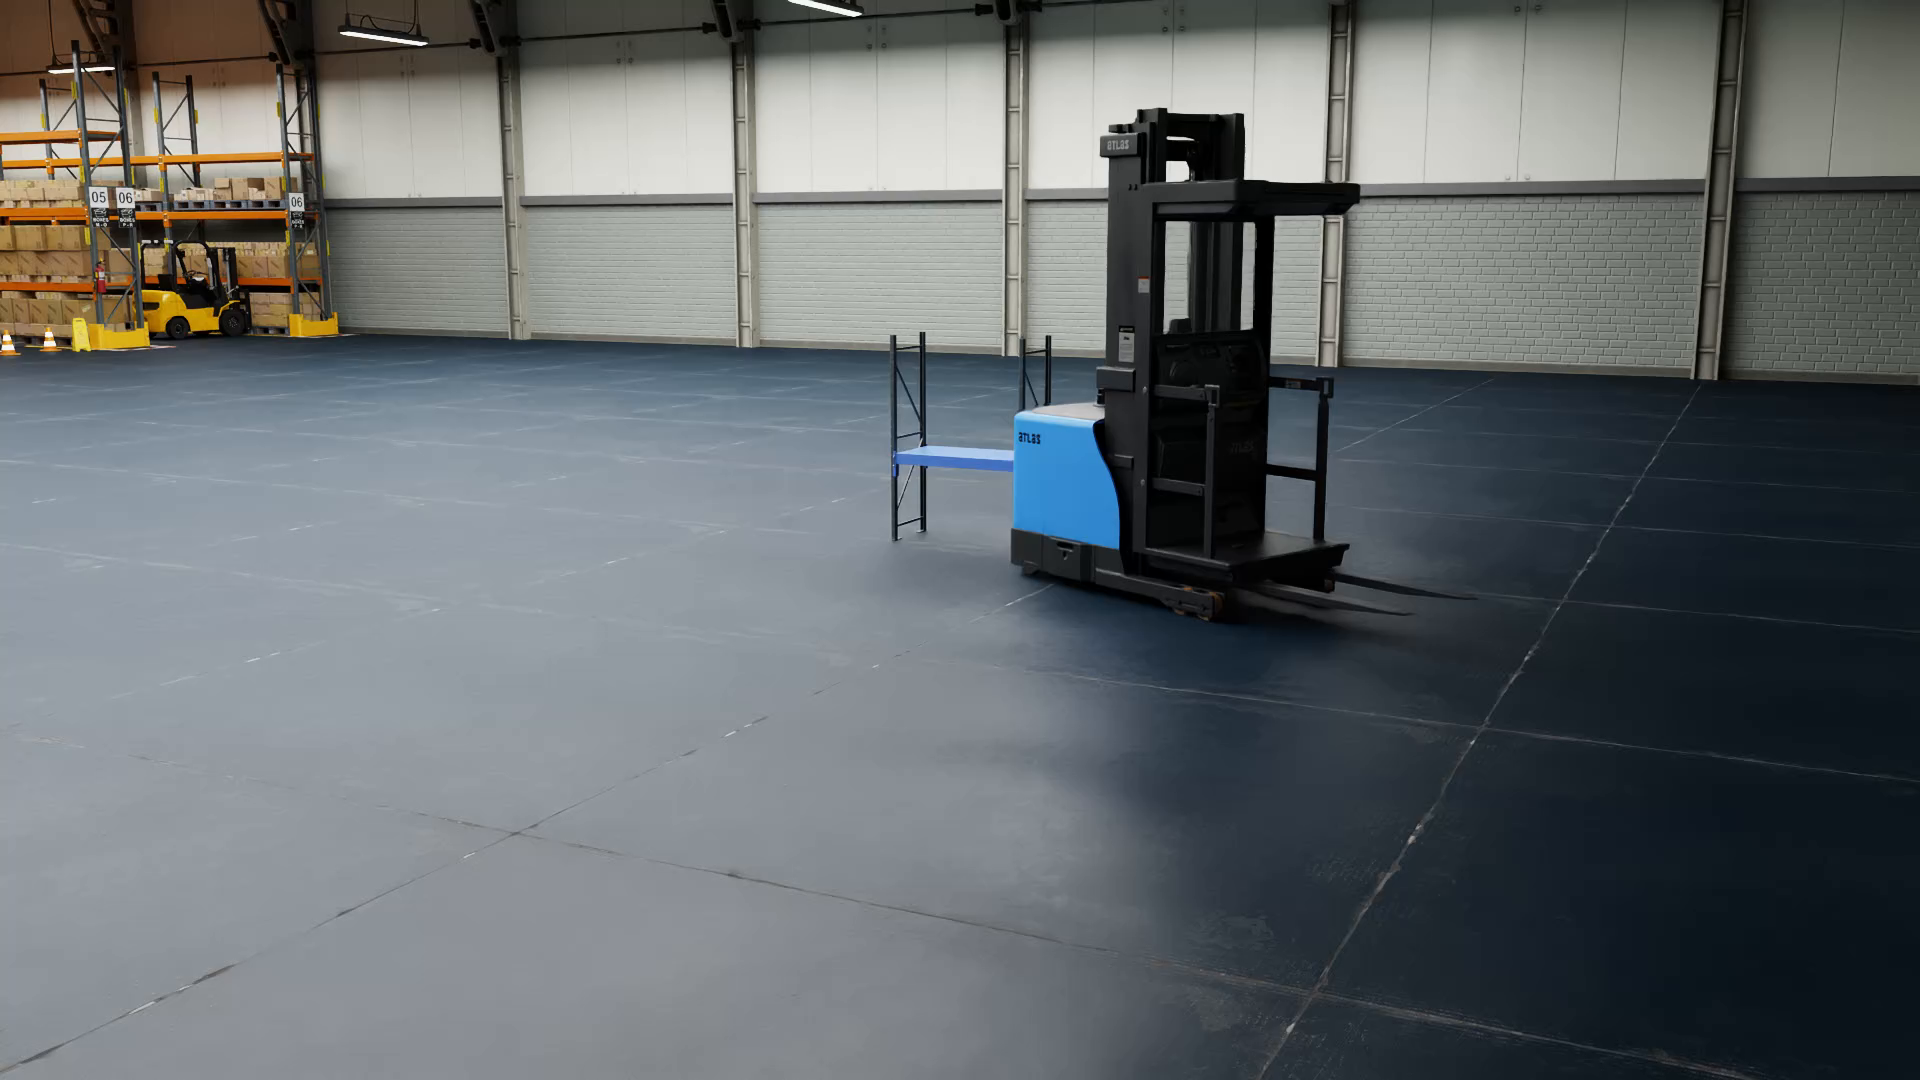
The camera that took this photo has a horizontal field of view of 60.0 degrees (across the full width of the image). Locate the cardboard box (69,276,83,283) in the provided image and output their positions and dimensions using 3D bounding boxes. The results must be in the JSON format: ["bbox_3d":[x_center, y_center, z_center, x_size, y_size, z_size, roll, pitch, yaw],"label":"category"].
[{"bbox_3d":[-17.782,-5.277,33.667,0.250,0.149,0.380,5,11,25],"label":"cardboard box"}]

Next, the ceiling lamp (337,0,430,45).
[{"bbox_3d":[-10.506,-10.871,30.639,0.800,3.185,2.000,5,11,26],"label":"ceiling lamp"}]

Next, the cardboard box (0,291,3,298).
[{"bbox_3d":[-20.168,-5.151,34.881,0.250,0.149,0.380,5,11,27],"label":"cardboard box"}]

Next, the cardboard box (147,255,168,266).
[{"bbox_3d":[-19.023,-6.681,39.739,0.500,0.250,0.500,5,11,25],"label":"cardboard box"}]

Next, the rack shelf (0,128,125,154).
[{"bbox_3d":[-18.869,-8.157,34.060,4.000,0.370,1.077,5,11,26],"label":"rack shelf"}]

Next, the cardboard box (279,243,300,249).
[{"bbox_3d":[-15.297,-6.705,37.917,0.250,0.149,0.380,5,11,26],"label":"cardboard box"}]

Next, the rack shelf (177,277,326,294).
[{"bbox_3d":[-16.676,-5.999,38.975,4.000,0.370,1.077,5,11,26],"label":"rack shelf"}]

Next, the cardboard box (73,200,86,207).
[{"bbox_3d":[-17.519,-6.738,33.322,0.250,0.149,0.380,5,11,26],"label":"cardboard box"}]

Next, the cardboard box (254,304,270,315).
[{"bbox_3d":[-15.903,-5.325,38.367,0.500,0.250,0.500,5,11,25],"label":"cardboard box"}]

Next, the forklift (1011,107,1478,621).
[{"bbox_3d":[1.656,-1.074,9.937,1.130,2.935,3.031,-8,13,-38],"label":"forklift"}]

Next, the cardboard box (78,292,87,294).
[{"bbox_3d":[-22.387,-6.213,42.153,0.250,0.149,0.380,6,12,29],"label":"cardboard box"}]

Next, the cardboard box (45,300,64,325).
[{"bbox_3d":[-18.379,-4.687,34.142,0.500,0.500,0.500,6,12,28],"label":"cardboard box"}]

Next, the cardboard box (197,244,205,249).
[{"bbox_3d":[-17.623,-6.892,38.948,0.250,0.149,0.380,5,12,27],"label":"cardboard box"}]

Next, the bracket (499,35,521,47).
[{"bbox_3d":[-9.512,-10.555,35.178,0.430,0.232,0.235,5,11,26],"label":"bracket"}]

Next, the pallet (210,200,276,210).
[{"bbox_3d":[-16.603,-7.784,38.642,1.213,0.211,1.003,5,11,26],"label":"pallet"}]

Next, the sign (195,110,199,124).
[{"bbox_3d":[-18.202,-10.087,39.630,0.005,0.325,0.100,5,11,26],"label":"sign"}]

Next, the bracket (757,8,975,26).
[{"bbox_3d":[-1.806,-9.878,31.436,4.783,0.066,0.076,5,11,26],"label":"bracket"}]

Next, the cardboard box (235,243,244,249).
[{"bbox_3d":[-16.486,-6.790,38.385,0.250,0.149,0.380,5,12,27],"label":"cardboard box"}]

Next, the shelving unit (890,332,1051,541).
[{"bbox_3d":[0.077,-0.731,12.060,1.048,1.500,0.538,5,11,26],"label":"shelving unit"}]

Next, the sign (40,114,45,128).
[{"bbox_3d":[-22.288,-10.189,40.416,0.005,0.325,0.100,5,11,26],"label":"sign"}]

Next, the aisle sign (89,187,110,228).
[{"bbox_3d":[-17.148,-6.631,33.144,0.004,0.787,0.394,5,11,26],"label":"aisle sign"}]

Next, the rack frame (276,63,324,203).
[{"bbox_3d":[-14.883,-9.148,37.506,0.127,3.000,1.000,5,11,26],"label":"rack frame"}]

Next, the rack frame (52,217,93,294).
[{"bbox_3d":[-22.057,-6.826,41.524,0.127,3.000,1.000,5,11,26],"label":"rack frame"}]

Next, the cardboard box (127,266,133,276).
[{"bbox_3d":[-19.923,-6.518,40.241,0.500,0.250,0.500,5,11,26],"label":"cardboard box"}]

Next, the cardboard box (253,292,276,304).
[{"bbox_3d":[-15.894,-5.567,38.301,0.500,0.250,0.500,5,12,27],"label":"cardboard box"}]

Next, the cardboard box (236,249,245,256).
[{"bbox_3d":[-16.479,-6.644,38.414,0.250,0.149,0.380,5,11,26],"label":"cardboard box"}]

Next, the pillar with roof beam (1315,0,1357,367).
[{"bbox_3d":[4.510,-6.768,24.356,0.548,9.000,9.100,5,11,26],"label":"pillar with roof beam"}]

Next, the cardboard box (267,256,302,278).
[{"bbox_3d":[-15.440,-6.242,38.014,0.500,0.500,0.500,5,11,25],"label":"cardboard box"}]

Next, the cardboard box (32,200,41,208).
[{"bbox_3d":[-18.655,-6.844,33.905,0.250,0.149,0.380,5,11,24],"label":"cardboard box"}]

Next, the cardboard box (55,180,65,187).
[{"bbox_3d":[-17.961,-7.170,33.471,0.250,0.149,0.380,5,11,25],"label":"cardboard box"}]

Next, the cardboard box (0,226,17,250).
[{"bbox_3d":[-19.477,-6.248,34.409,0.500,0.500,0.700,5,11,25],"label":"cardboard box"}]

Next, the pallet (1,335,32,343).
[{"bbox_3d":[-20.045,-4.298,35.387,1.213,0.211,1.003,5,11,26],"label":"pallet"}]

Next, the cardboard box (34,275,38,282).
[{"bbox_3d":[-18.868,-5.398,34.338,0.250,0.149,0.380,5,11,26],"label":"cardboard box"}]

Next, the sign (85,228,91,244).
[{"bbox_3d":[-17.339,-6.041,33.046,0.005,0.325,0.100,5,11,26],"label":"sign"}]

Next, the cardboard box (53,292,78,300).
[{"bbox_3d":[-18.268,-4.984,33.961,0.250,0.149,0.380,5,12,27],"label":"cardboard box"}]

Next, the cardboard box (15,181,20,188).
[{"bbox_3d":[-19.094,-7.276,34.055,0.250,0.149,0.380,5,12,27],"label":"cardboard box"}]

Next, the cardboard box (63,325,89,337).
[{"bbox_3d":[-17.941,-4.279,33.991,0.500,0.250,0.500,5,11,26],"label":"cardboard box"}]

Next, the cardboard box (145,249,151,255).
[{"bbox_3d":[-19.310,-6.916,39.918,0.250,0.149,0.380,5,11,26],"label":"cardboard box"}]

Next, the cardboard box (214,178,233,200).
[{"bbox_3d":[-16.769,-8.123,38.518,0.637,0.503,0.797,5,12,28],"label":"cardboard box"}]

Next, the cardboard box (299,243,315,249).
[{"bbox_3d":[-15.089,-6.771,38.282,0.250,0.149,0.380,5,11,25],"label":"cardboard box"}]

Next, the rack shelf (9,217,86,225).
[{"bbox_3d":[-23.851,-8.106,42.191,4.000,0.370,1.077,5,11,26],"label":"rack shelf"}]

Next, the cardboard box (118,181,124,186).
[{"bbox_3d":[-20.602,-8.431,40.228,0.500,0.500,0.500,5,12,27],"label":"cardboard box"}]

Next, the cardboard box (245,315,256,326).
[{"bbox_3d":[-16.330,-5.117,38.624,0.500,0.250,0.500,5,11,26],"label":"cardboard box"}]

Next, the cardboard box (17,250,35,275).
[{"bbox_3d":[-19.025,-5.720,34.297,0.500,0.500,0.500,5,11,26],"label":"cardboard box"}]

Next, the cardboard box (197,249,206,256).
[{"bbox_3d":[-17.633,-6.745,38.971,0.250,0.149,0.380,5,12,27],"label":"cardboard box"}]

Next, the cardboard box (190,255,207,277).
[{"bbox_3d":[-17.713,-6.445,39.137,0.500,0.500,0.500,5,12,27],"label":"cardboard box"}]

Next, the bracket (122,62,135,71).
[{"bbox_3d":[-20.274,-11.501,40.403,0.430,0.232,0.235,5,11,26],"label":"bracket"}]

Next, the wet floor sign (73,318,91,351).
[{"bbox_3d":[-17.379,-4.058,32.841,0.267,0.644,0.232,-10,14,-43],"label":"wet floor sign"}]

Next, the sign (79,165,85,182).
[{"bbox_3d":[-17.339,-7.227,32.832,0.005,0.325,0.100,5,11,26],"label":"sign"}]

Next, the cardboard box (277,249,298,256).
[{"bbox_3d":[-15.318,-6.547,37.877,0.250,0.149,0.380,5,11,27],"label":"cardboard box"}]

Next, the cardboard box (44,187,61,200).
[{"bbox_3d":[-18.098,-6.990,33.595,0.500,0.250,0.500,5,11,25],"label":"cardboard box"}]
